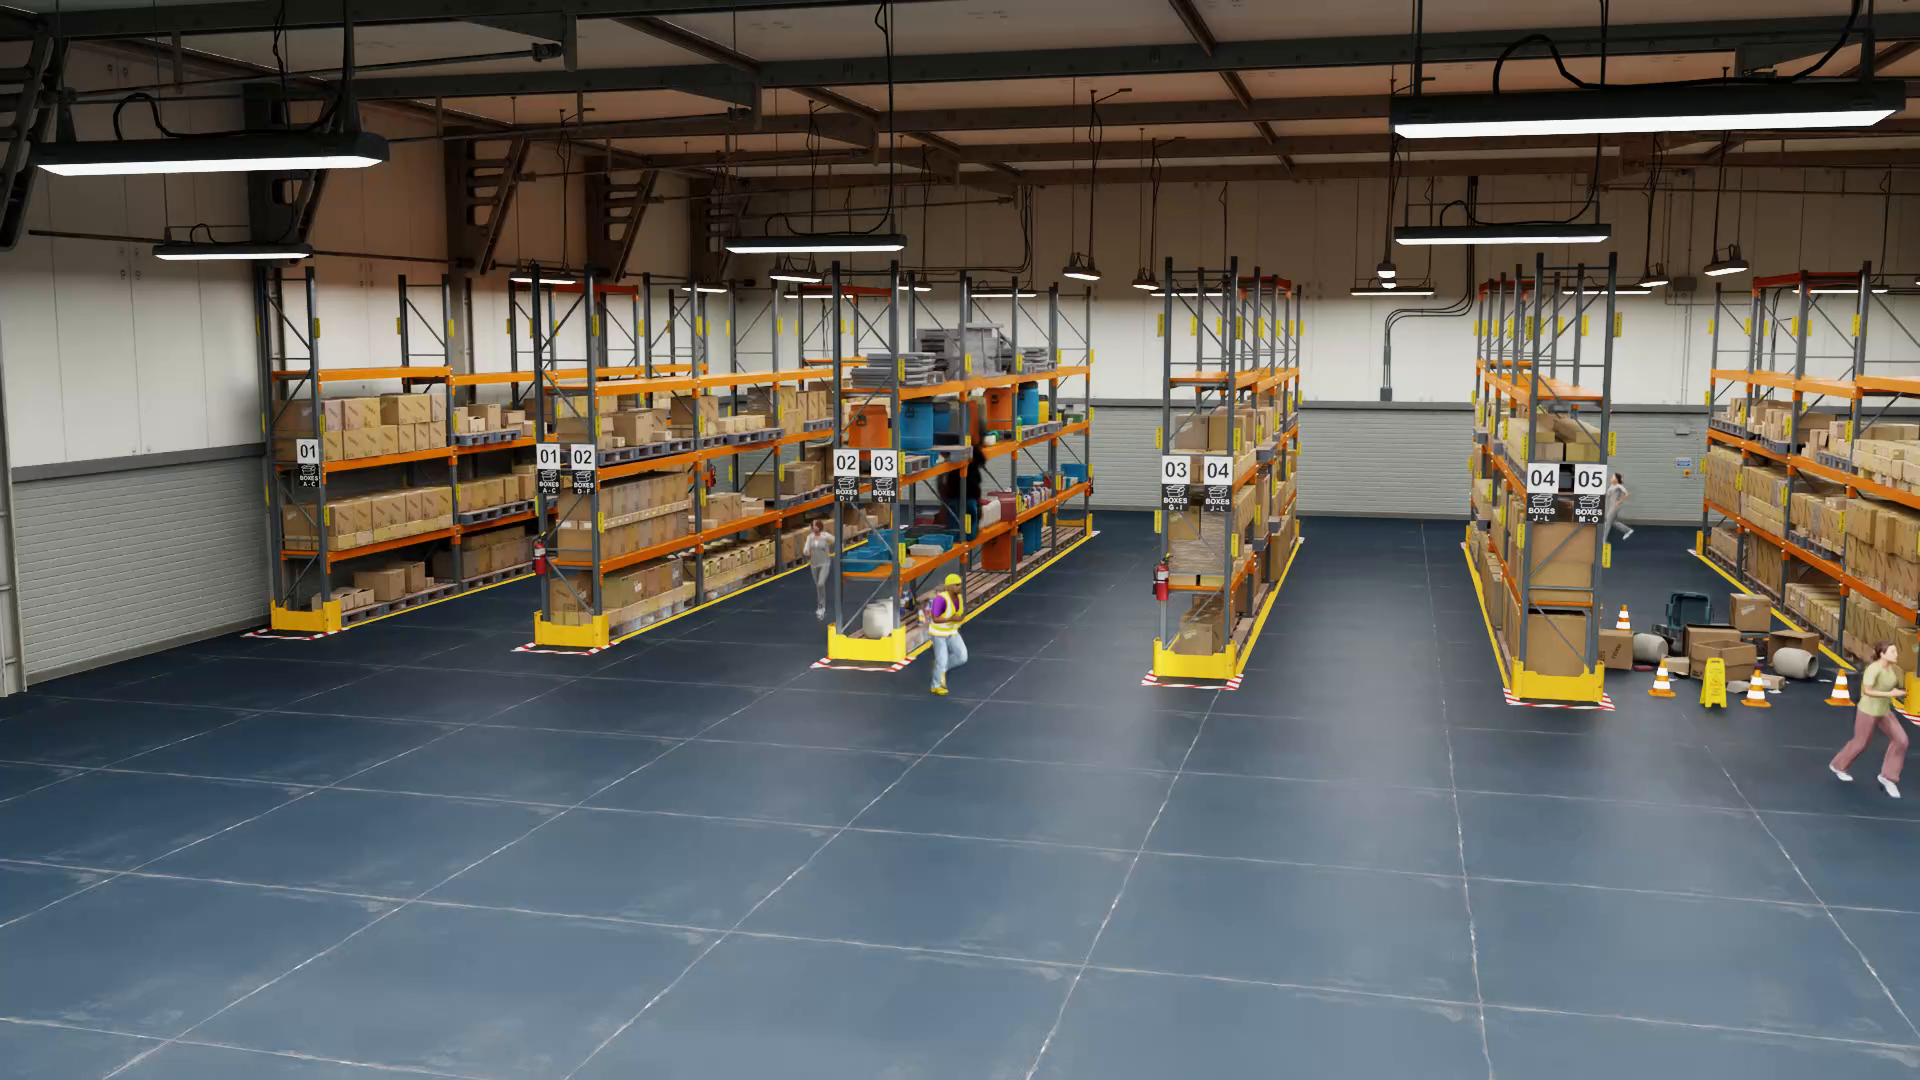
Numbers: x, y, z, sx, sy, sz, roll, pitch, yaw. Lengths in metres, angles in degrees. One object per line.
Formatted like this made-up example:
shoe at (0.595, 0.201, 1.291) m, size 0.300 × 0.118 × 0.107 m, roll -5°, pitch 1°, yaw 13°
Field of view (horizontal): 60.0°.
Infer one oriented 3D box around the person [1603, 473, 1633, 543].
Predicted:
person at (15.200, -0.729, 38.607) m, size 0.940 × 1.663 × 0.568 m, roll 0°, pitch 7°, yaw -1°

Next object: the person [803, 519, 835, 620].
person at (-2.286, 0.477, 27.303) m, size 0.545 × 1.655 × 0.785 m, roll 2°, pitch 8°, yaw 17°

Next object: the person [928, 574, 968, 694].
person at (-0.137, 1.286, 22.644) m, size 0.684 × 1.687 × 0.762 m, roll -7°, pitch 10°, yaw -43°

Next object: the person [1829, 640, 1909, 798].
person at (9.876, 1.900, 18.065) m, size 0.599 × 1.702 × 0.822 m, roll -4°, pitch 8°, yaw -31°
